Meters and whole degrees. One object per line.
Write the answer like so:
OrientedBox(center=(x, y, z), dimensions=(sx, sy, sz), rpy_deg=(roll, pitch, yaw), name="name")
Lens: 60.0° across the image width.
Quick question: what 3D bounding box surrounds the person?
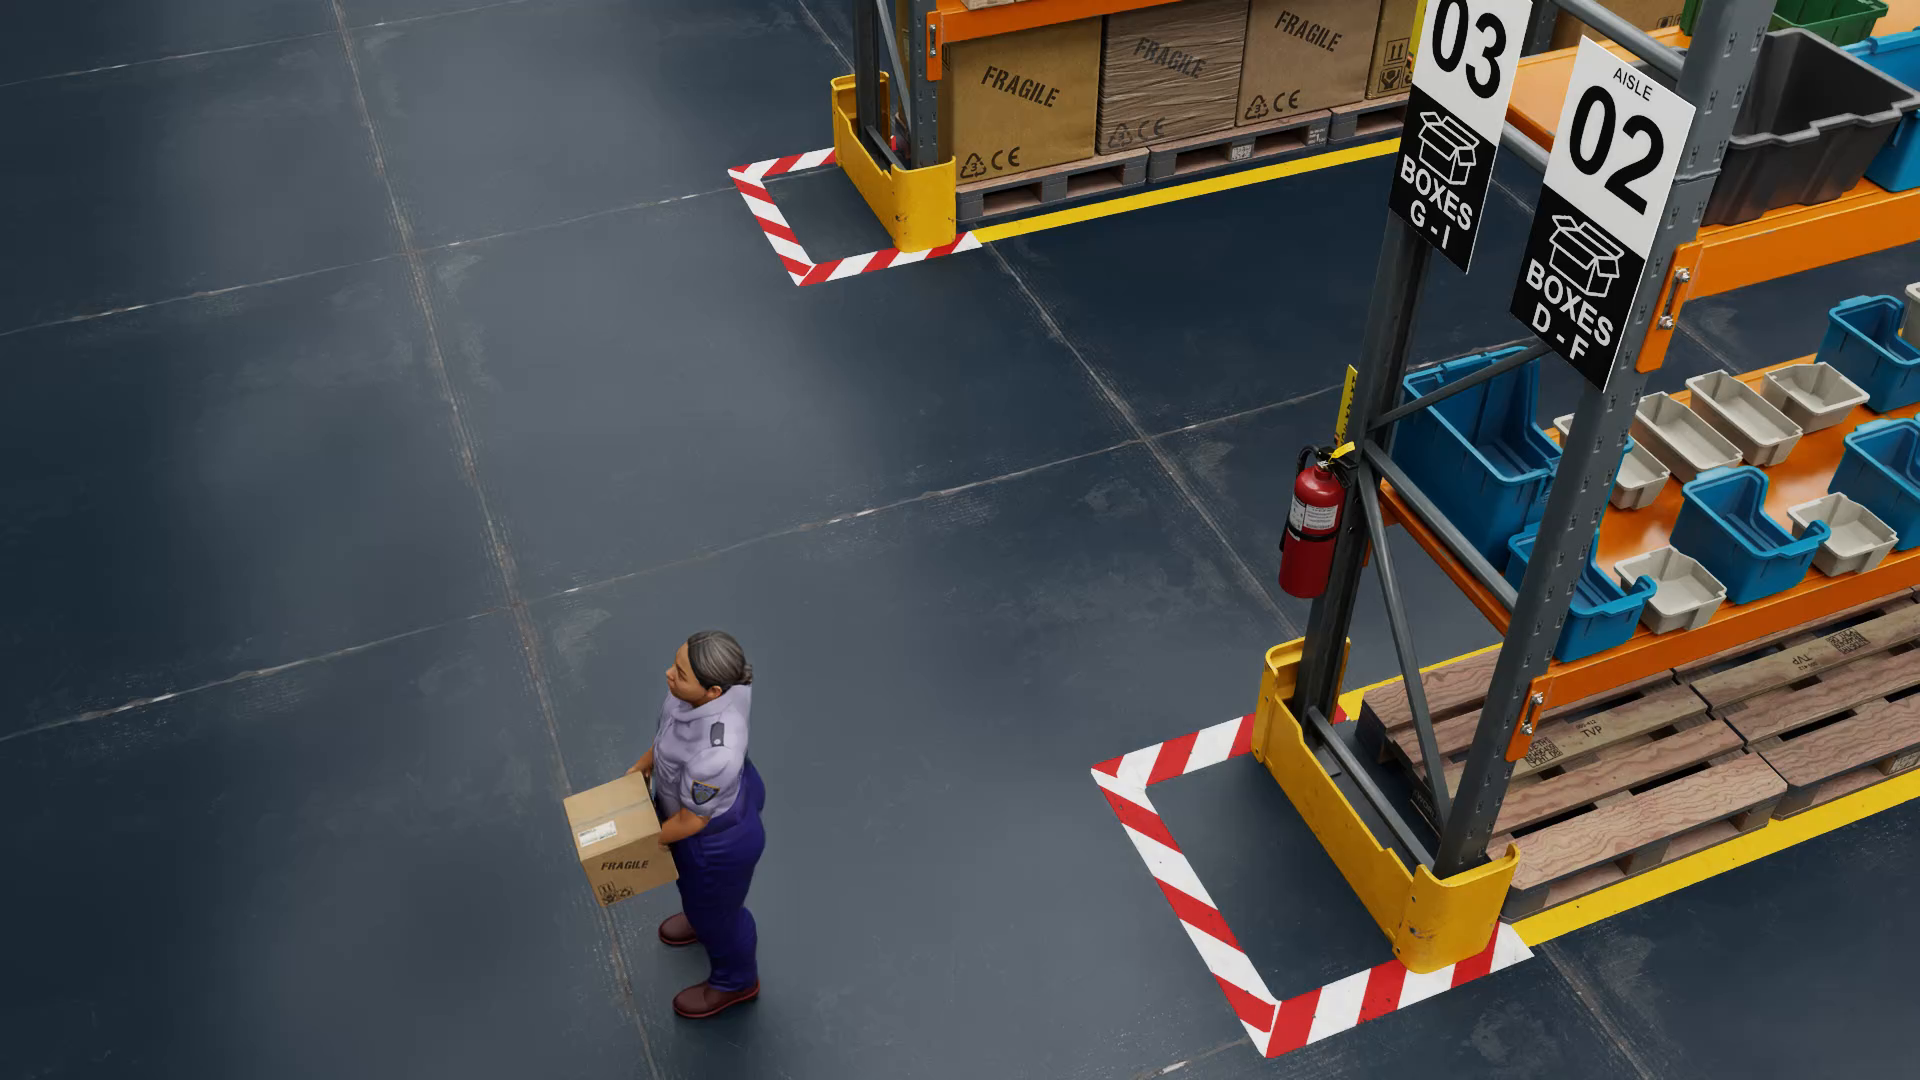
OrientedBox(center=(-0.834, 0.879, 5.193), dimensions=(0.486, 1.649, 0.483), rpy_deg=(-3, 42, -3), name="person")
